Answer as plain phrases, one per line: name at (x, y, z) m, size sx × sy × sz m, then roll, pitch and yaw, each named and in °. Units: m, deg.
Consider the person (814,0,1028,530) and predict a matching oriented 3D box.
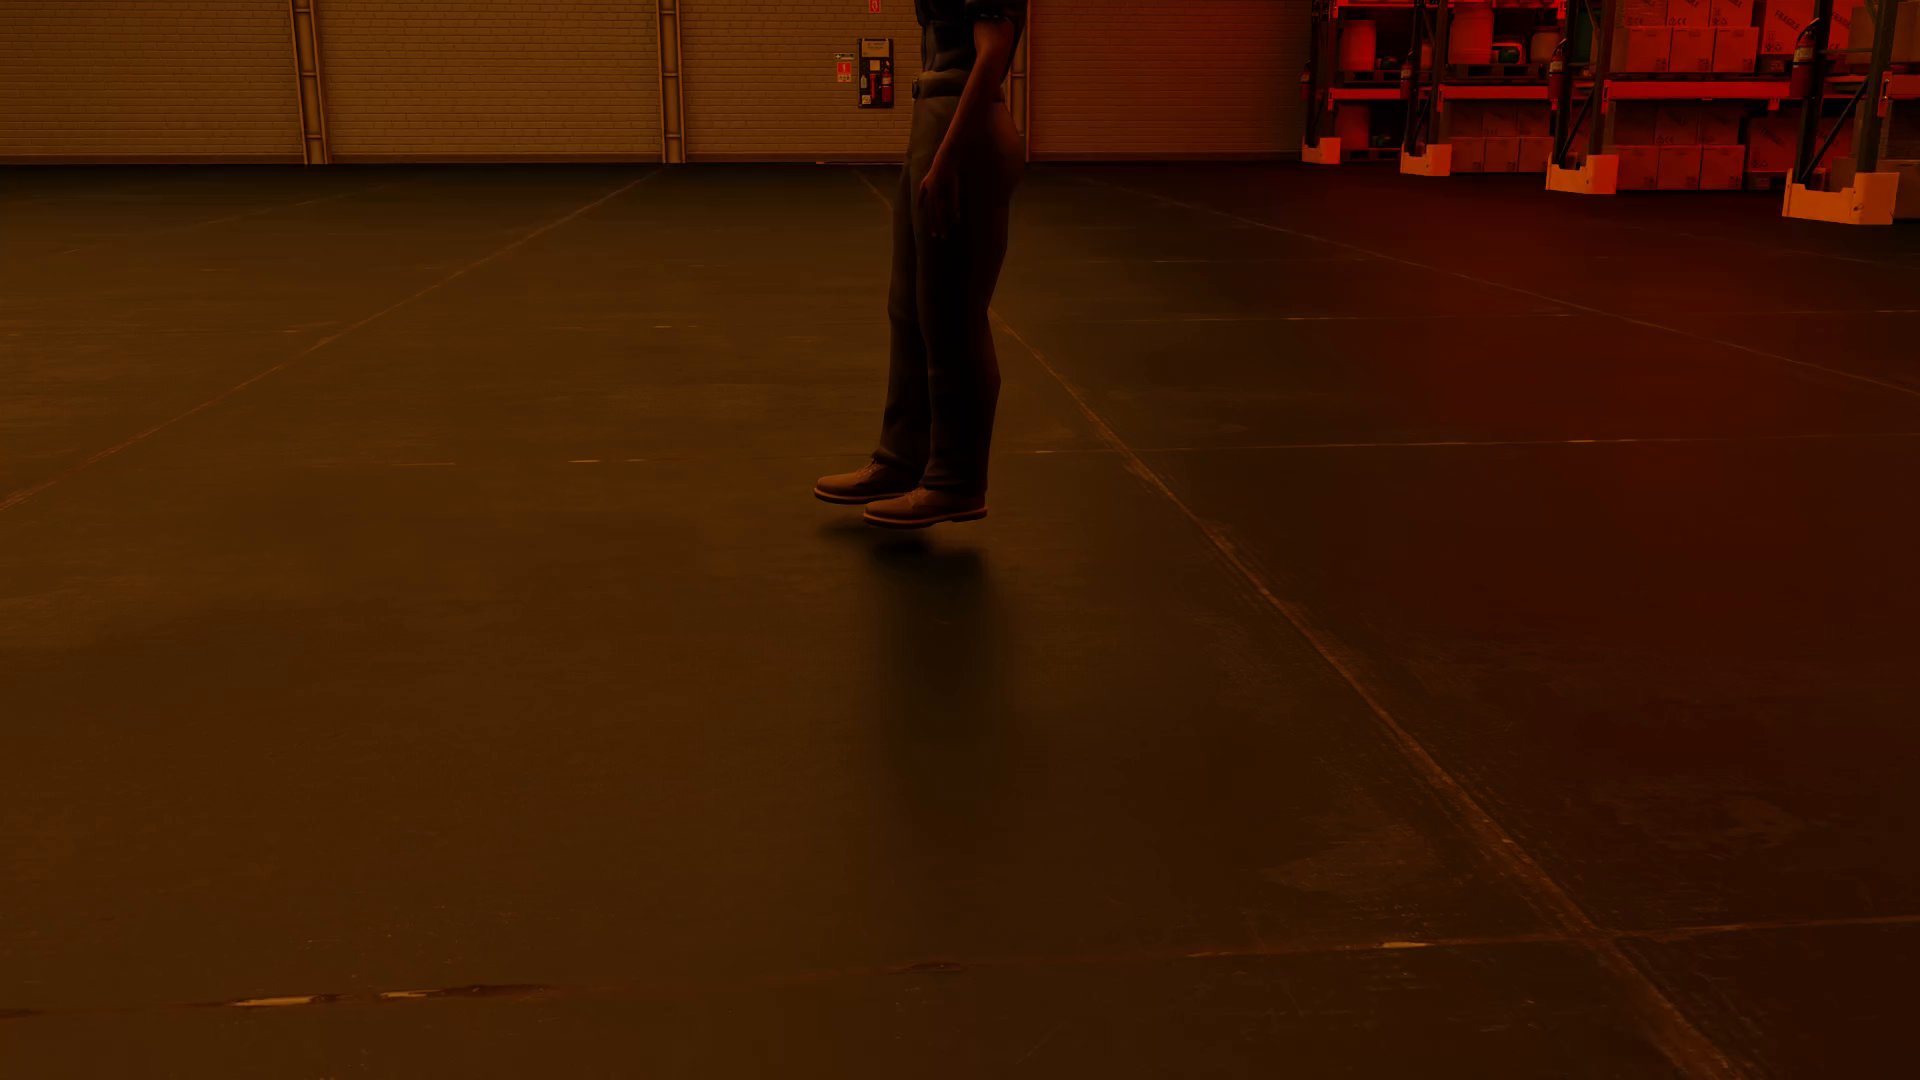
person at (-0.089, -0.849, 3.724) m, size 0.504 × 1.654 × 0.569 m, roll -1°, pitch 15°, yaw -5°
